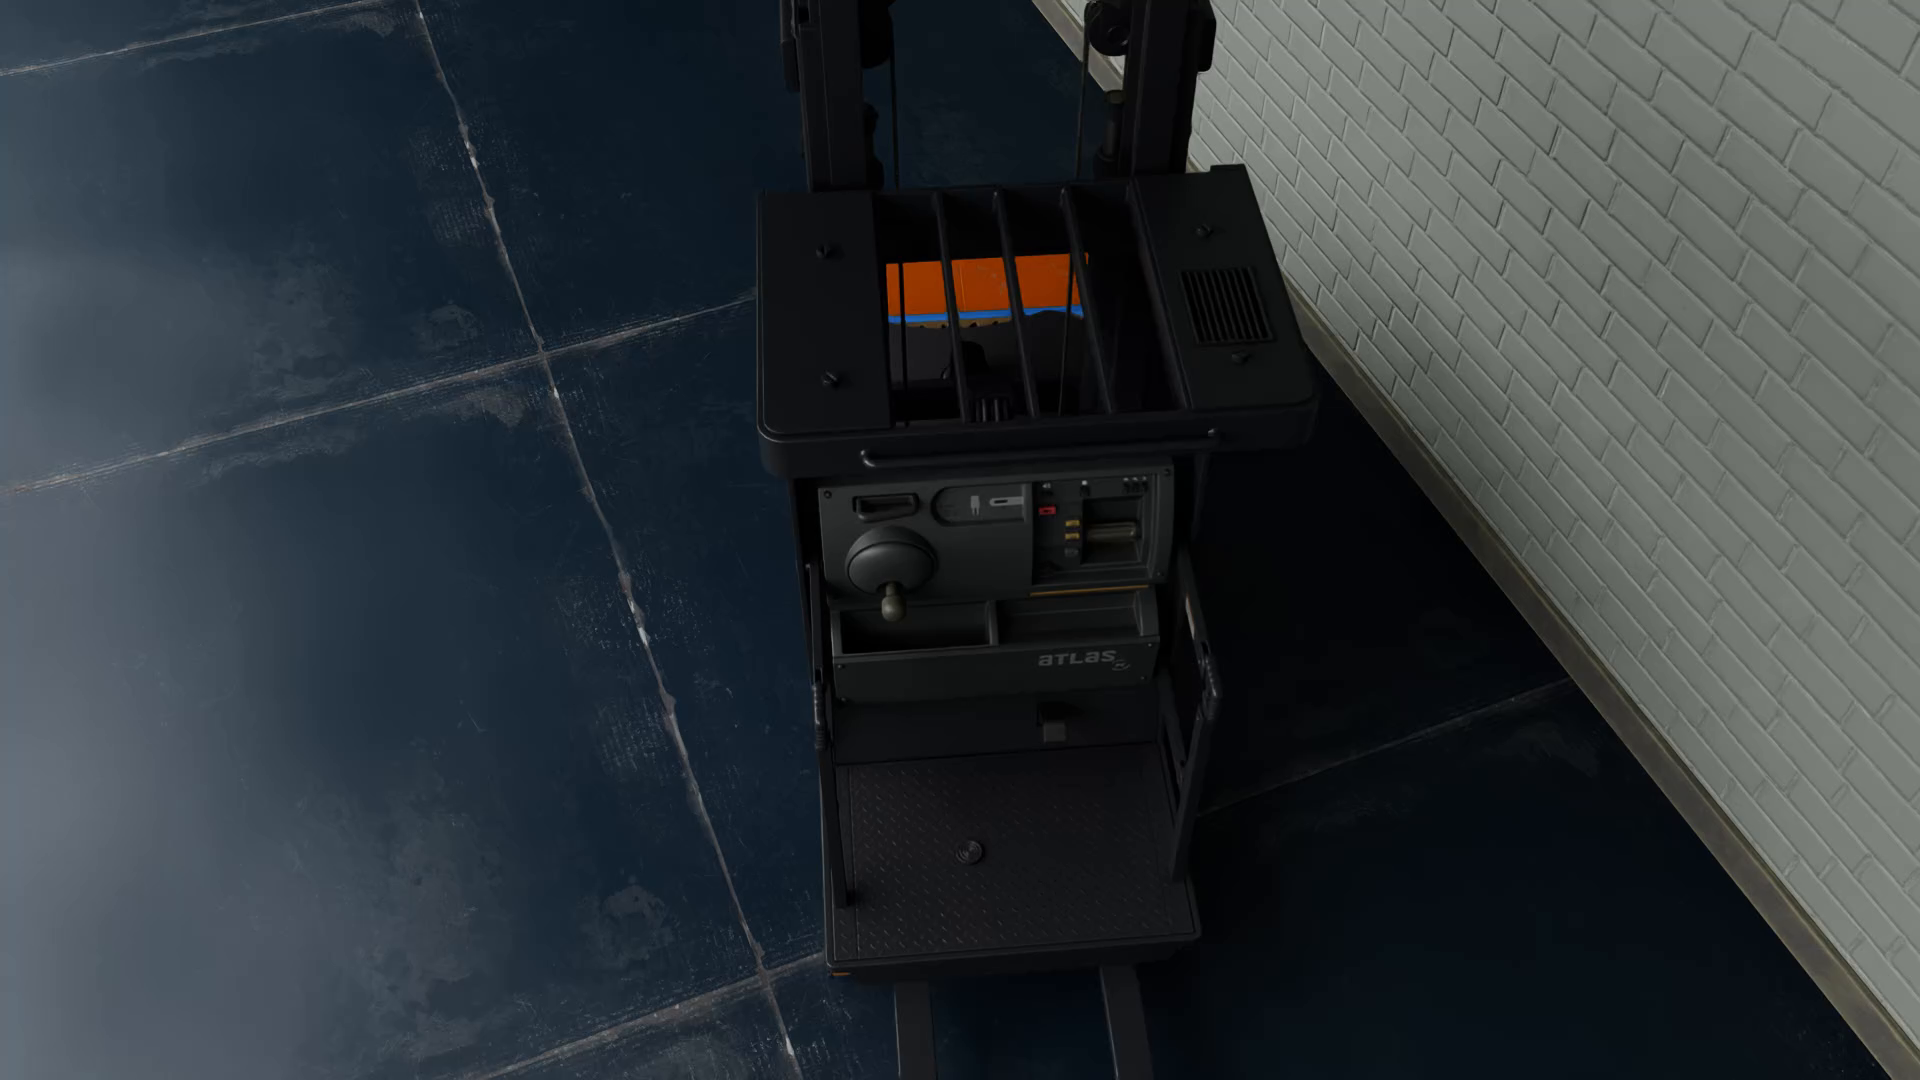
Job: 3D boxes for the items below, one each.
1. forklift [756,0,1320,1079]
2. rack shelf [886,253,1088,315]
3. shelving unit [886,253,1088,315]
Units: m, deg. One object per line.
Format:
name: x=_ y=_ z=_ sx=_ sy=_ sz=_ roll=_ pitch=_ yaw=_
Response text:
forklift: x=0.120 y=0.101 z=4.231 sx=1.130 sy=2.935 sz=3.031 roll=-4 pitch=49 yaw=-3
rack shelf: x=-0.002 y=-0.867 z=5.867 sx=1.000 sy=0.278 sz=0.538 roll=-3 pitch=49 yaw=-3
shelving unit: x=-0.002 y=-0.676 z=6.089 sx=1.048 sy=1.125 sz=0.538 roll=-3 pitch=49 yaw=-3
